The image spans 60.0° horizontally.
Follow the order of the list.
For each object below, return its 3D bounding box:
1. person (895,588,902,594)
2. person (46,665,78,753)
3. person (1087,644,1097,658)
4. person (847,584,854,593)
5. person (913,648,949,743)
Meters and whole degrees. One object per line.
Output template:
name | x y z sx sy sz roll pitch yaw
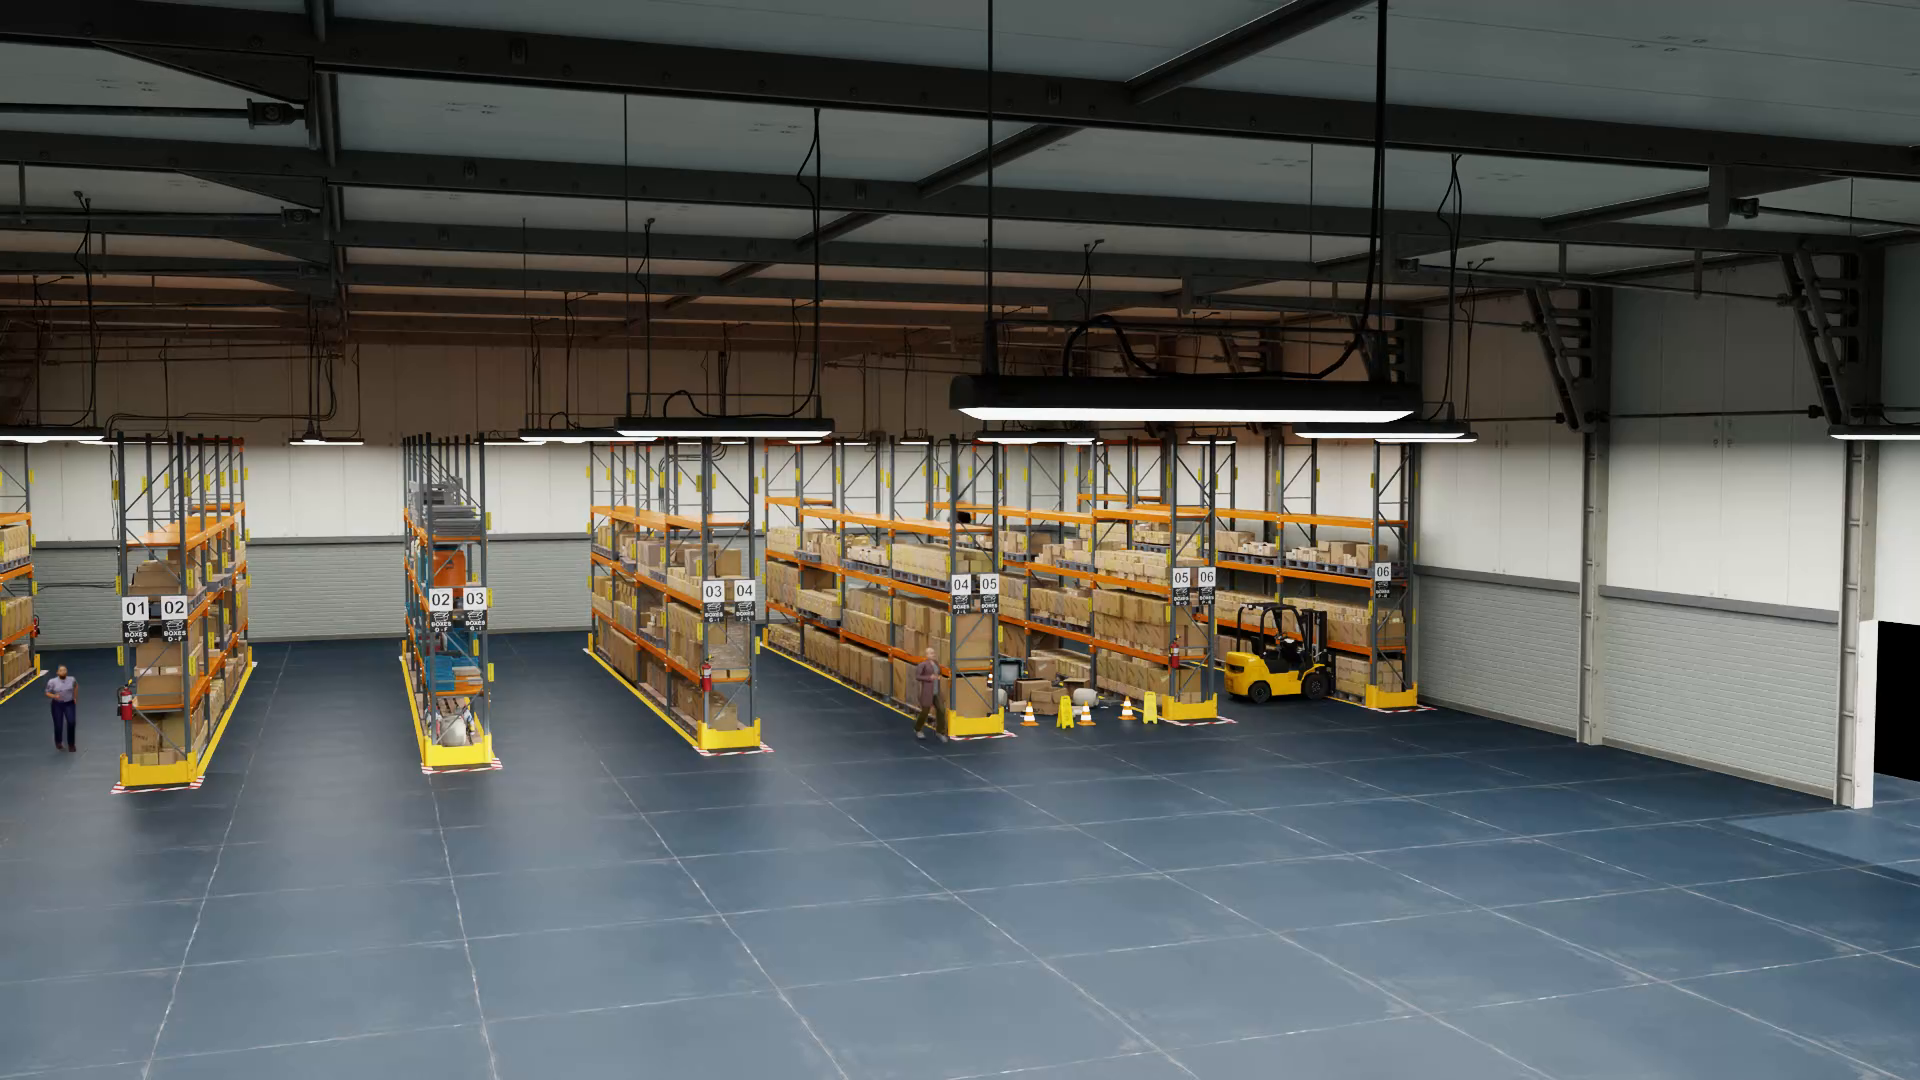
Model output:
person | -2.029 2.057 51.057 0.574 1.673 0.653 -2 4 -32
person | -16.876 3.193 31.273 0.550 1.695 0.757 -2 4 -32
person | 3.430 2.483 43.656 0.571 1.683 0.688 -1 3 -18
person | -3.203 2.163 48.062 0.672 1.783 0.884 -2 4 -26
person | -0.595 3.031 32.482 0.702 1.858 0.832 -3 4 -40
